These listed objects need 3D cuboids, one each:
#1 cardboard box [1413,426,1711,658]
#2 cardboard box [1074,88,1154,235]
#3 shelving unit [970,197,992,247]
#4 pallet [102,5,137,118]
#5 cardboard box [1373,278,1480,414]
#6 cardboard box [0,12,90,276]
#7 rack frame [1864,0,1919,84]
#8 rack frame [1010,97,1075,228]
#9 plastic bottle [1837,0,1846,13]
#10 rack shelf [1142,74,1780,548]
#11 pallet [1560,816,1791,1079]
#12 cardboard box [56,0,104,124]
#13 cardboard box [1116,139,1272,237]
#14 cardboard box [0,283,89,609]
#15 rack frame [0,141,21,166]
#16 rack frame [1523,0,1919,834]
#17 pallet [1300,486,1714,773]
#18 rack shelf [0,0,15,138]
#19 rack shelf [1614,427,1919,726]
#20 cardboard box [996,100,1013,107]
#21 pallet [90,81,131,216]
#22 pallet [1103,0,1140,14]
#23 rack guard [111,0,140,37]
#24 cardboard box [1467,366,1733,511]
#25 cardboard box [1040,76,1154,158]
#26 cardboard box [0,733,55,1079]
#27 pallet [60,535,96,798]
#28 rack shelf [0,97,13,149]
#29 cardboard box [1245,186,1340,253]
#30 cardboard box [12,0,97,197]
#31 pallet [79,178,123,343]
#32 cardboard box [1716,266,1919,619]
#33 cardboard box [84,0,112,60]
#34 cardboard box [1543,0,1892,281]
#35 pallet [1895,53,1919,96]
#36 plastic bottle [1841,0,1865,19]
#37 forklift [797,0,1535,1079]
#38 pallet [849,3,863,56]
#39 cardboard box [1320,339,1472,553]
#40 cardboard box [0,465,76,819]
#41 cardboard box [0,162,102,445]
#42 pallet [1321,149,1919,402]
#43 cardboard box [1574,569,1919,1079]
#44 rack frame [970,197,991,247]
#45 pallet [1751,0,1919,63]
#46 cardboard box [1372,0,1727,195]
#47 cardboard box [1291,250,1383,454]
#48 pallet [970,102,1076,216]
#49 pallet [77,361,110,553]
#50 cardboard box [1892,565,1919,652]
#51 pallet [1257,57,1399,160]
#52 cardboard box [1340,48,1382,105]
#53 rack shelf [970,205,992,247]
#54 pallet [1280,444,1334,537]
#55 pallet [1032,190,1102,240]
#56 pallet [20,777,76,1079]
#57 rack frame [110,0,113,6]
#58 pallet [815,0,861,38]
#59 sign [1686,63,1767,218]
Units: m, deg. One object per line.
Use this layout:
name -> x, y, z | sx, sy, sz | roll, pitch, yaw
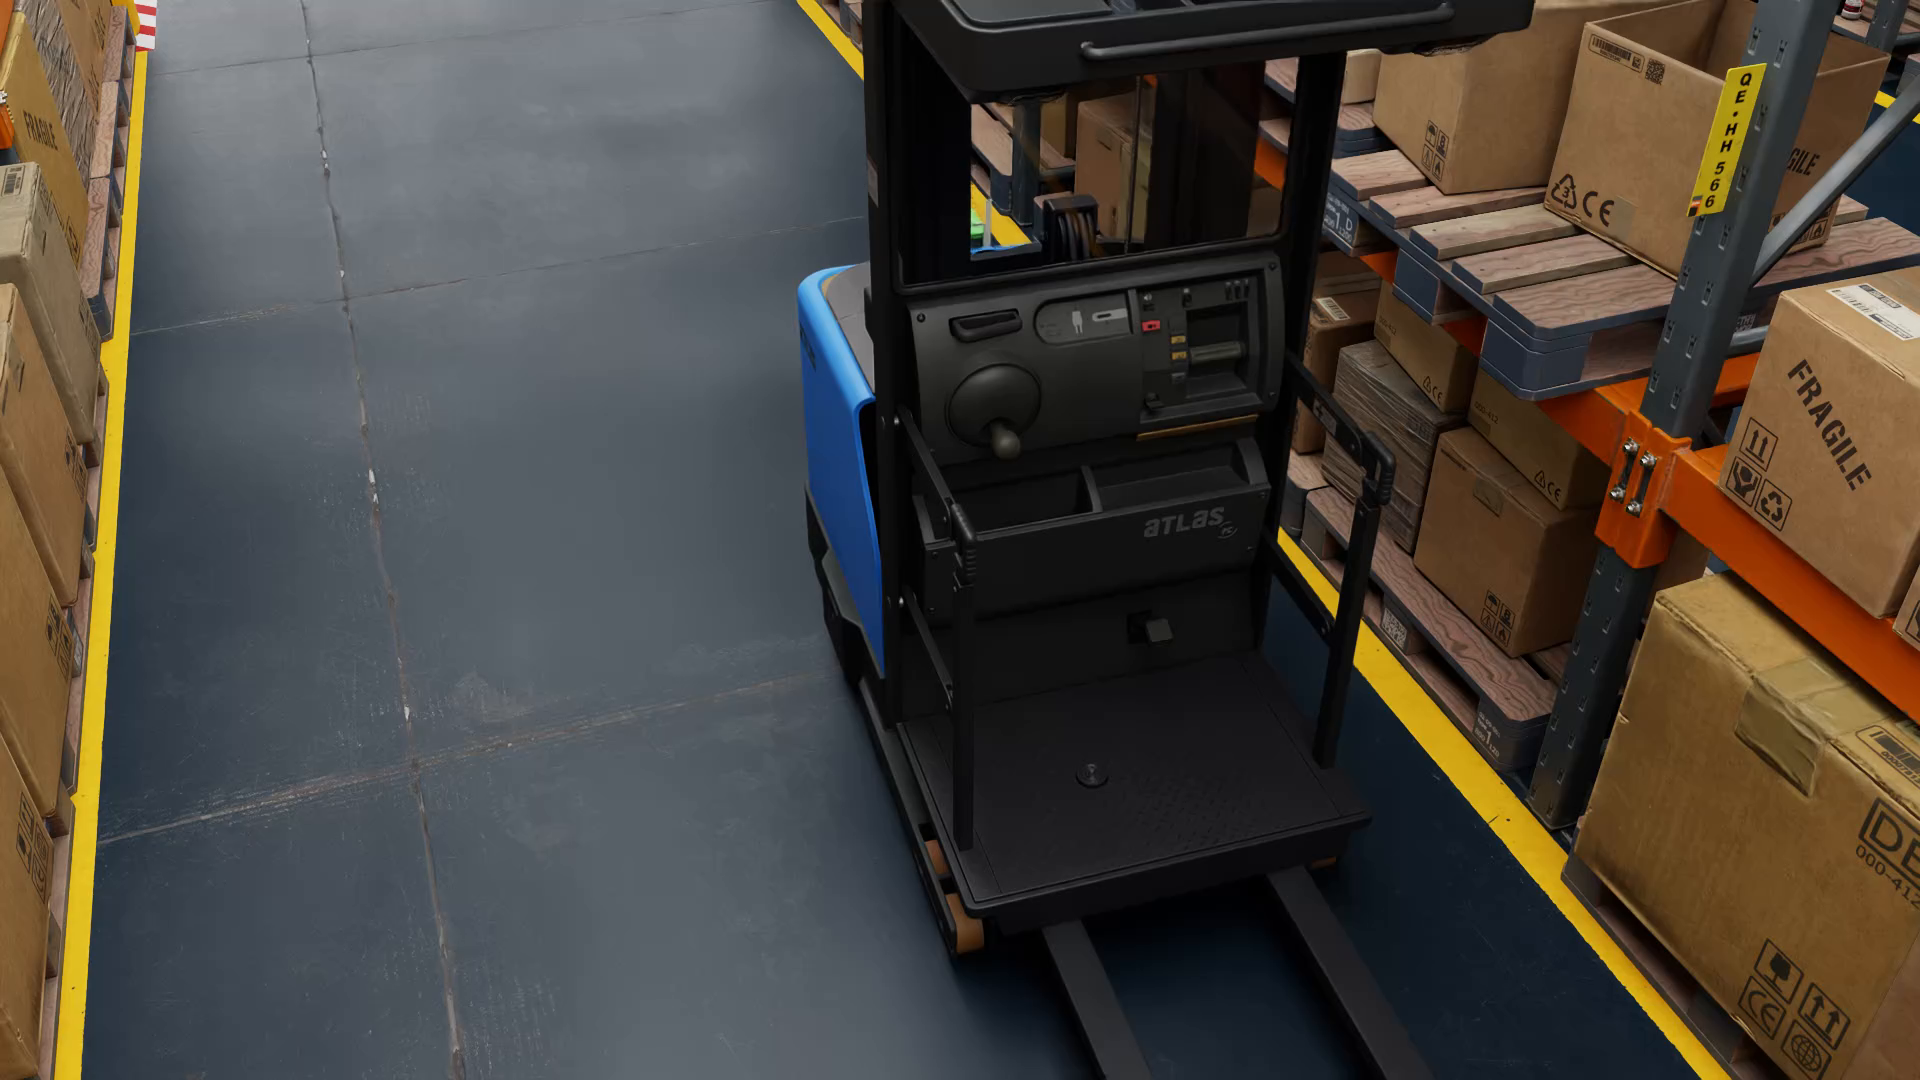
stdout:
cardboard box -> 1.852, -0.066, 5.057 | 0.700, 0.500, 0.500 | -14, 39, -18
cardboard box -> 0.916, -1.600, 7.093 | 0.700, 0.500, 0.500 | -15, 40, -19
shelving unit -> -0.091, -0.703, 5.686 | 0.258, 1.200, 0.503 | -10, 38, -13
pallet -> -4.995, -2.515, 8.913 | 1.003, 0.211, 1.213 | -12, 39, -16
cardboard box -> 1.651, -0.661, 5.223 | 0.500, 0.250, 0.500 | -8, 38, -11
cardboard box -> -4.117, -1.493, 6.656 | 0.875, 0.875, 0.875 | -12, 39, -15
rack frame -> 5.376, -3.800, 8.301 | 1.000, 3.000, 0.127 | -12, 39, -16
rack frame -> 0.725, -2.774, 6.940 | 1.000, 3.000, 0.127 | -12, 39, -16
plastic bottle -> 4.900, -3.094, 9.256 | 0.061, 0.283, 0.133 | -11, 38, -14
rack shelf -> 1.413, -1.357, 5.656 | 1.077, 0.370, 4.000 | -12, 39, -16
pallet -> 2.302, 1.060, 4.167 | 1.003, 0.211, 1.213 | -12, 39, -16
cardboard box -> -4.743, -2.517, 8.015 | 0.875, 0.875, 0.875 | -13, 39, -17
cardboard box -> 1.063, -1.327, 6.730 | 0.700, 0.500, 0.500 | -13, 39, -16
cardboard box -> -3.340, -0.196, 5.038 | 1.050, 0.750, 0.750 | -12, 39, -16
rack frame -> -3.967, -1.804, 5.652 | 1.000, 3.000, 0.127 | -12, 39, -16
rack frame -> 2.102, -0.515, 3.940 | 1.000, 3.000, 0.127 | -12, 39, -16
pallet -> 1.834, 0.157, 5.365 | 1.003, 0.211, 1.213 | -12, 39, -16
rack shelf -> -4.655, -2.647, 7.369 | 1.077, 0.370, 4.000 | -12, 39, -16
rack shelf -> 2.790, 0.903, 2.657 | 1.077, 0.370, 4.000 | -12, 39, -16
cardboard box -> 0.421, -2.500, 8.304 | 0.500, 0.500, 0.500 | -1, 37, -1
pallet -> -4.579, -1.827, 8.000 | 1.003, 0.211, 1.213 | -12, 39, -16
pallet -> 0.852, -2.236, 6.384 | 1.003, 0.211, 1.213 | -12, 39, -16
rack guard -> -5.351, -3.079, 9.422 | 1.175, 0.500, 0.348 | -12, 39, -16
cardboard box -> 1.843, -0.364, 4.828 | 0.500, 0.250, 0.500 | -11, 38, -14
cardboard box -> 0.625, -2.178, 7.877 | 0.500, 0.500, 0.500 | -14, 39, -17
cardboard box -> -2.715, 0.823, 3.684 | 1.050, 0.750, 0.750 | -13, 39, -17
pallet -> -3.207, 0.420, 5.017 | 1.003, 0.211, 1.213 | -12, 39, -16
rack shelf -> -3.278, -0.387, 4.369 | 1.077, 0.370, 4.000 | -12, 39, -16
cardboard box -> 1.256, -1.011, 6.311 | 0.700, 0.500, 0.500 | -16, 40, -20
cardboard box -> -4.431, -2.002, 7.331 | 0.875, 0.875, 0.875 | -12, 39, -16
pallet -> -4.155, -1.136, 7.083 | 1.003, 0.211, 1.213 | -12, 39, -16
cardboard box -> 2.013, -0.224, 3.471 | 0.500, 0.500, 0.500 | -11, 38, -15
cardboard box -> -5.048, -3.014, 8.675 | 0.875, 0.875, 0.875 | -12, 39, -16
cardboard box -> 1.878, -1.019, 4.178 | 0.500, 0.500, 0.500 | -17, 40, -21
pallet -> 5.682, -2.250, 8.562 | 1.003, 0.211, 1.213 | -12, 39, -16
plastic bottle -> 4.958, -2.998, 9.197 | 0.097, 0.201, 0.097 | 0, 37, 0
forklift -> 0.403, -0.366, 3.800 | 1.130, 2.935, 3.031 | -10, 38, -13
pallet -> 0.037, -2.723, 9.189 | 1.003, 0.211, 1.213 | -12, 39, -16
cardboard box -> 1.649, -0.377, 5.469 | 0.700, 0.500, 0.500 | -16, 40, -20
cardboard box -> -3.019, 0.330, 4.339 | 1.050, 0.750, 0.750 | -12, 39, -15
cardboard box -> -3.669, -0.741, 5.762 | 1.050, 0.750, 0.750 | -13, 39, -16
pallet -> 1.756, -0.818, 4.503 | 1.213, 0.211, 1.003 | -12, 39, -16
cardboard box -> 2.320, 0.561, 3.930 | 1.225, 0.875, 0.875 | -14, 39, -18
rack frame -> -0.021, -0.563, 5.500 | 0.240, 1.200, 0.015 | -10, 38, -13
pallet -> 5.184, -3.074, 9.655 | 1.003, 0.211, 1.213 | -12, 39, -16
cardboard box -> 1.592, -1.314, 4.569 | 0.700, 0.500, 0.500 | -7, 38, -9
cardboard box -> 1.448, -0.696, 5.893 | 0.700, 0.500, 0.500 | -9, 38, -12
pallet -> 0.461, -2.032, 8.273 | 1.003, 0.211, 1.213 | -12, 39, -16
pallet -> -3.630, -0.270, 5.933 | 1.003, 0.211, 1.213 | -12, 39, -16
cardboard box -> 2.193, 0.067, 3.084 | 0.500, 0.500, 0.500 | -13, 39, -17
pallet -> 1.382, -1.548, 5.471 | 1.003, 0.211, 1.213 | -12, 39, -16
cardboard box -> 1.274, -1.515, 5.031 | 0.396, 0.266, 0.258 | -14, 39, -17
rack shelf -> -0.091, -1.036, 5.436 | 0.258, 0.148, 0.480 | -10, 38, -13
pallet -> 1.418, -0.531, 6.279 | 1.003, 0.211, 1.213 | -12, 39, -16
pallet -> 0.994, -1.221, 7.195 | 1.003, 0.211, 1.213 | -12, 39, -16
pallet -> -2.791, 1.108, 4.103 | 1.003, 0.211, 1.213 | -12, 39, -16
rack frame -> -5.343, -4.064, 8.652 | 1.000, 3.000, 0.127 | -12, 39, -16
pallet -> -0.379, -3.411, 10.103 | 1.003, 0.211, 1.213 | -12, 39, -16
sign -> 1.595, -0.828, 3.459 | 0.100, 0.325, 0.005 | -12, 39, -16
